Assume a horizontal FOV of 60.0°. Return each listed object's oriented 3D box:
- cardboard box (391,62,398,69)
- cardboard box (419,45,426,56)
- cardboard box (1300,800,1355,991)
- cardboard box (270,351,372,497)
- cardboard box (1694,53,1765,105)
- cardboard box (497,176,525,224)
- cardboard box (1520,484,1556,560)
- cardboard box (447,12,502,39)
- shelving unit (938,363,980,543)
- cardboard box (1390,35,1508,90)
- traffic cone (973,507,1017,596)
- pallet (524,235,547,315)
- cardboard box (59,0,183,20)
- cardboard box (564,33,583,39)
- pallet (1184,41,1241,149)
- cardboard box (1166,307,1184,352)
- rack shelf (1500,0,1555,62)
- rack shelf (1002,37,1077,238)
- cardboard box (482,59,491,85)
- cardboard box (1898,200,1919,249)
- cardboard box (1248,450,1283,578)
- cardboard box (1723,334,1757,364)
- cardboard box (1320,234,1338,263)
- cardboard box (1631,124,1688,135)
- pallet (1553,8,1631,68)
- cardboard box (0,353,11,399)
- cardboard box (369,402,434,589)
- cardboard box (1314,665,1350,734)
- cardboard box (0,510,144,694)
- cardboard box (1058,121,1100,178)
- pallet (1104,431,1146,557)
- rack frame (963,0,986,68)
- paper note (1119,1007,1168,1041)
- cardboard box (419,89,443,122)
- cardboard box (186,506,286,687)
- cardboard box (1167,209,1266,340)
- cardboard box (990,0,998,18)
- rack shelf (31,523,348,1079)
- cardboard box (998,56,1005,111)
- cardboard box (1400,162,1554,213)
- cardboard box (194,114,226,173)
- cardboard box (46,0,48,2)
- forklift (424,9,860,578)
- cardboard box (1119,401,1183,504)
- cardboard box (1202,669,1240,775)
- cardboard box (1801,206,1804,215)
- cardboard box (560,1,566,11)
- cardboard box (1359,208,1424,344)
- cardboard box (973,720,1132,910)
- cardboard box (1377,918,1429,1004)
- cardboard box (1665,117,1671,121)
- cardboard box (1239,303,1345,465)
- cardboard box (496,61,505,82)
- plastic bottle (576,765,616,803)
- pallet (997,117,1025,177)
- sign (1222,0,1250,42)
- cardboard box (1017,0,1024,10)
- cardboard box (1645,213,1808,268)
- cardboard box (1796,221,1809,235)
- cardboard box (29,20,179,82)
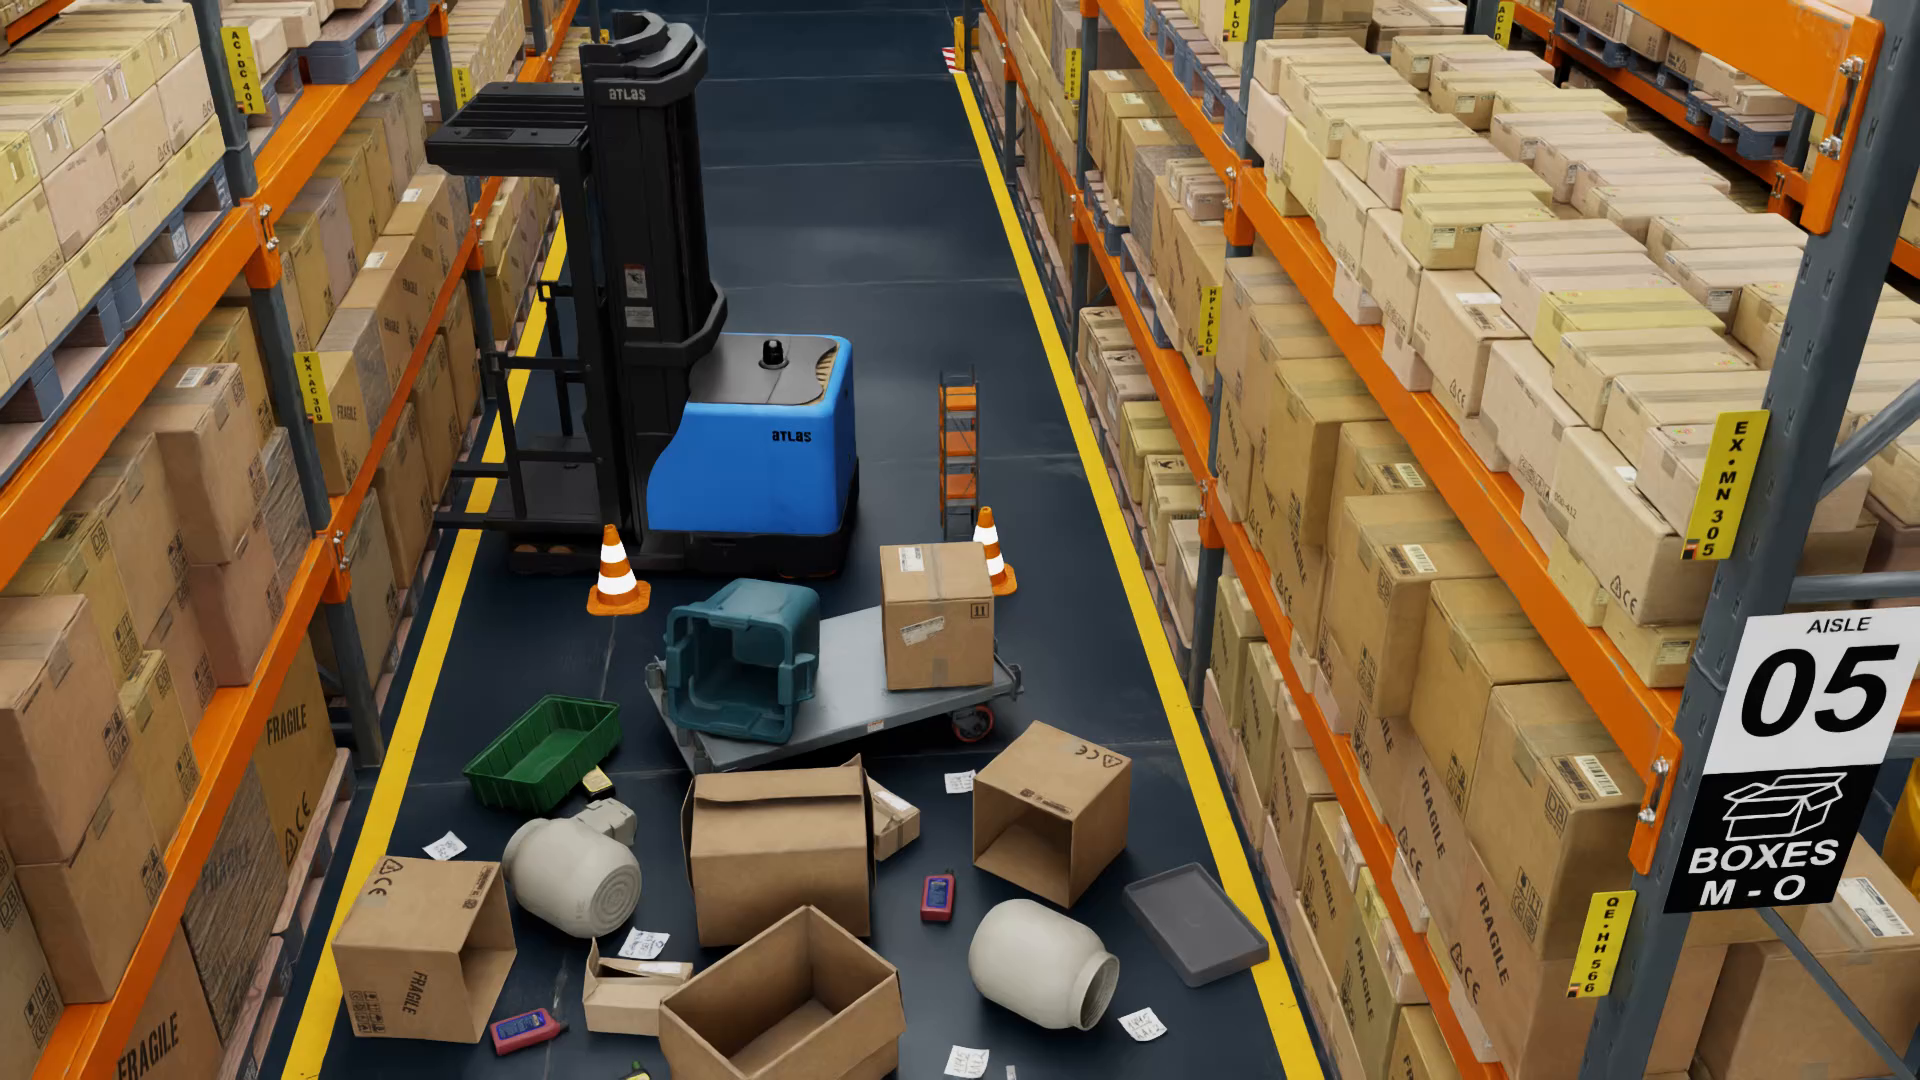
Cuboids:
[{"bbox_3d":[-4.260,-3.335,11.954,0.380,0.149,0.250,-2,31,-3],"label":"cardboard box"},{"bbox_3d":[-4.359,-3.741,12.923,0.380,0.149,0.250,-2,31,-4],"label":"cardboard box"},{"bbox_3d":[1.602,1.307,6.178,0.500,0.500,0.500,-3,31,-6],"label":"cardboard box"},{"bbox_3d":[-3.045,-0.529,7.612,0.500,0.500,0.500,-2,31,-4],"label":"cardboard box"},{"bbox_3d":[5.802,-3.414,12.277,0.500,0.250,0.500,-4,31,-7],"label":"cardboard box"},{"bbox_3d":[-3.542,-2.551,12.393,0.500,0.250,0.500,-3,31,-4],"label":"cardboard box"},{"bbox_3d":[1.670,-0.062,4.249,0.380,0.149,0.250,-2,31,-3],"label":"cardboard box"},{"bbox_3d":[-3.687,-3.892,12.596,0.380,0.149,0.250,-4,31,-6],"label":"cardboard box"},{"bbox_3d":[-0.005,-0.478,9.527,0.215,1.050,0.252,-3,31,-5],"label":"shelving unit"},{"bbox_3d":[1.902,-1.864,6.488,0.380,0.149,0.250,-2,31,-4],"label":"cardboard box"},{"bbox_3d":[0.145,0.030,9.248,0.336,0.463,0.334,-3,31,-5],"label":"traffic cone"},{"bbox_3d":[-3.820,-2.070,13.009,1.003,0.211,1.213,-3,31,-5],"label":"pallet"},{"bbox_3d":[-3.598,-2.271,7.341,0.500,0.250,0.500,-3,31,-5],"label":"cardboard box"},{"bbox_3d":[-4.117,-5.153,17.243,0.380,0.149,0.250,-2,31,-4],"label":"cardboard box"},{"bbox_3d":[1.703,-2.020,7.465,1.213,0.211,1.003,-3,31,-5],"label":"pallet"},{"bbox_3d":[1.265,-1.080,8.469,0.380,0.149,0.250,-3,31,-5],"label":"cardboard box"},{"bbox_3d":[5.662,-5.529,16.784,1.077,0.370,4.000,-3,31,-5],"label":"rack shelf"},{"bbox_3d":[1.094,-3.247,12.963,1.077,0.370,4.000,-3,31,-5],"label":"rack shelf"},{"bbox_3d":[-3.605,-3.360,11.996,0.380,0.149,0.250,-3,31,-5],"label":"cardboard box"},{"bbox_3d":[6.118,-1.953,10.240,0.500,0.250,0.500,-4,31,-6],"label":"cardboard box"},{"bbox_3d":[1.489,-0.170,6.723,0.500,0.500,0.500,-3,31,-5],"label":"cardboard box"},{"bbox_3d":[2.210,-0.329,4.307,0.500,0.250,0.500,-3,31,-5],"label":"cardboard box"},{"bbox_3d":[1.526,-1.115,6.011,0.380,0.149,0.250,-2,31,-3],"label":"cardboard box"},{"bbox_3d":[5.802,-3.343,13.818,0.380,0.149,0.250,-2,31,-3],"label":"cardboard box"},{"bbox_3d":[5.815,-4.322,14.247,1.003,0.211,1.213,-3,31,-5],"label":"pallet"},{"bbox_3d":[-2.721,-0.400,4.307,0.380,0.149,0.250,-3,31,-5],"label":"cardboard box"},{"bbox_3d":[-3.498,-0.224,8.984,1.050,0.750,0.750,-3,31,-5],"label":"cardboard box"},{"bbox_3d":[1.527,0.572,6.112,0.380,0.149,0.250,-3,31,-5],"label":"cardboard box"},{"bbox_3d":[-3.126,0.285,5.148,0.875,0.550,0.500,-3,31,-5],"label":"cardboard box"},{"bbox_3d":[0.975,-2.717,11.519,0.500,0.250,0.500,-4,31,-6],"label":"cardboard box"},{"bbox_3d":[1.464,-0.318,10.076,1.003,0.211,1.213,-3,31,-5],"label":"pallet"},{"bbox_3d":[0.534,-6.620,17.907,1.000,3.000,0.127,-3,31,-5],"label":"rack frame"},{"bbox_3d":[0.720,1.903,6.535,0.142,0.019,0.148,-14,33,-22],"label":"paper note"},{"bbox_3d":[-3.488,-2.822,10.804,0.380,0.149,0.250,-3,31,-5],"label":"cardboard box"},{"bbox_3d":[-3.144,0.199,6.346,0.875,0.550,0.550,-3,31,-5],"label":"cardboard box"},{"bbox_3d":[1.336,-1.322,8.241,0.500,0.500,0.500,-3,31,-4],"label":"cardboard box"},{"bbox_3d":[0.556,-5.107,15.278,0.500,0.500,0.500,-3,31,-6],"label":"cardboard box"},{"bbox_3d":[-3.077,1.126,5.642,1.077,0.370,4.000,-3,31,-5],"label":"rack shelf"},{"bbox_3d":[0.871,-4.440,16.348,0.875,0.438,0.875,-4,31,-6],"label":"cardboard box"},{"bbox_3d":[1.587,-1.049,5.123,0.380,0.149,0.250,-2,31,-4],"label":"cardboard box"},{"bbox_3d":[-2.912,-1.437,6.043,0.380,0.149,0.250,-3,31,-5],"label":"cardboard box"},{"bbox_3d":[-8.850,-5.217,15.804,0.380,0.149,0.250,-3,31,-4],"label":"cardboard box"},{"bbox_3d":[-2.148,-1.326,9.111,3.031,2.935,1.130,2,31,3],"label":"forklift"},{"bbox_3d":[1.466,-0.535,9.873,0.950,0.372,0.625,-2,31,-3],"label":"cardboard box"},{"bbox_3d":[1.441,0.821,7.722,0.500,0.250,0.500,-4,31,-7],"label":"cardboard box"},{"bbox_3d":[6.484,-2.442,12.308,0.380,0.149,0.250,-1,31,-2],"label":"cardboard box"},{"bbox_3d":[-3.884,-5.011,15.459,0.380,0.149,0.250,-1,31,-2],"label":"cardboard box"},{"bbox_3d":[1.564,-0.829,5.145,0.500,0.250,0.500,-2,31,-4],"label":"cardboard box"},{"bbox_3d":[0.400,1.191,7.266,0.500,0.500,0.500,20,36,29],"label":"cardboard box"},{"bbox_3d":[1.593,1.368,5.442,0.380,0.149,0.250,-2,31,-3],"label":"cardboard box"},{"bbox_3d":[6.282,-3.642,14.317,0.380,0.149,0.250,-4,31,-7],"label":"cardboard box"},{"bbox_3d":[1.506,-0.596,6.460,0.700,0.500,0.500,-3,31,-4],"label":"cardboard box"},{"bbox_3d":[-3.652,-3.503,12.525,0.380,0.149,0.250,-1,31,-2],"label":"cardboard box"},{"bbox_3d":[-1.736,1.126,7.805,0.133,0.061,0.283,-20,36,-30],"label":"plastic bottle"},{"bbox_3d":[0.914,-3.772,15.860,1.003,0.211,1.213,-3,31,-5],"label":"pallet"},{"bbox_3d":[1.103,-2.143,6.600,0.100,0.325,0.005,-3,31,-5],"label":"sign"},{"bbox_3d":[0.737,-4.553,13.374,0.500,0.500,0.500,-3,31,-5],"label":"cardboard box"},{"bbox_3d":[2.186,-0.814,4.729,0.380,0.149,0.250,-2,31,-3],"label":"cardboard box"},{"bbox_3d":[5.969,-2.088,12.348,0.500,0.500,0.500,-2,31,-3],"label":"cardboard box"},{"bbox_3d":[-2.889,-1.649,5.621,0.380,0.149,0.250,-3,31,-5],"label":"cardboard box"}]
